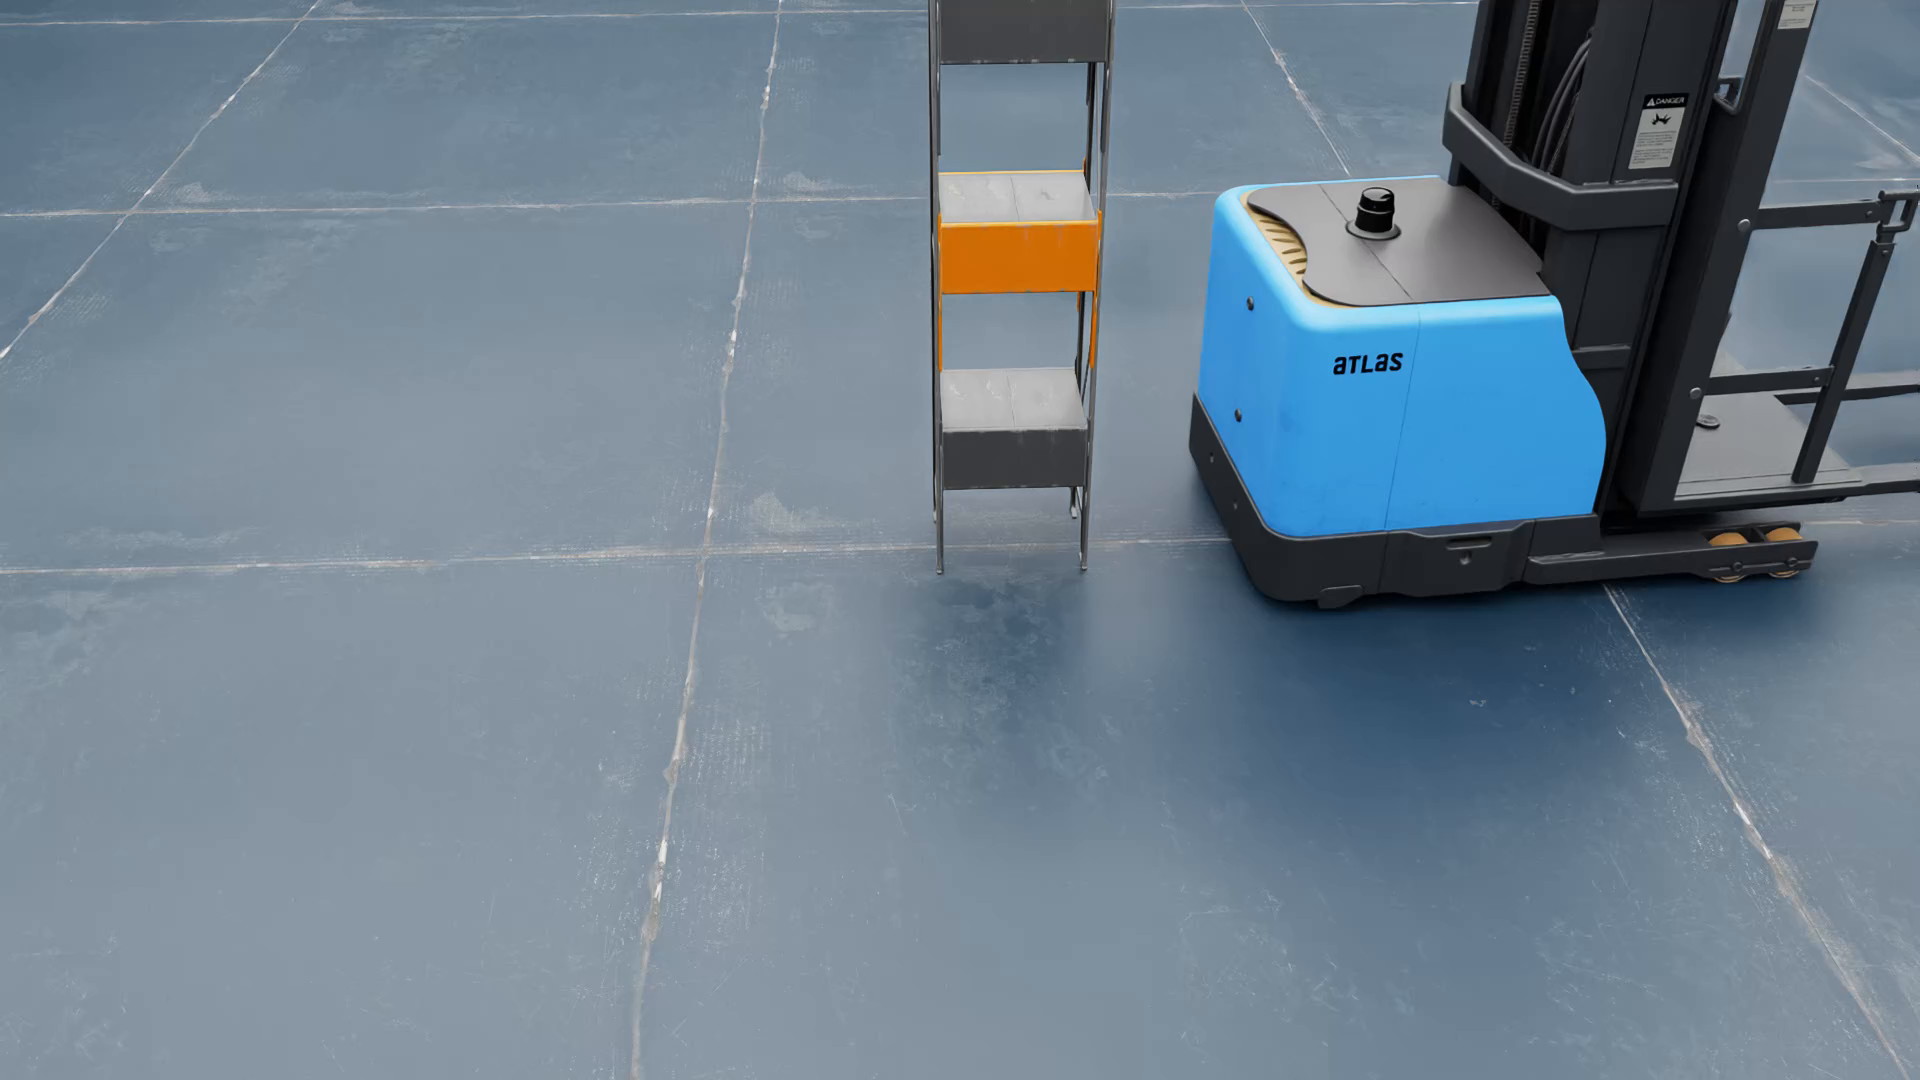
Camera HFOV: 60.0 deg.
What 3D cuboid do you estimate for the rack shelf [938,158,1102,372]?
[{"bbox_3d":[0.165,-0.857,5.167,0.480,0.518,0.431,-2,35,-2],"label":"rack shelf"}]

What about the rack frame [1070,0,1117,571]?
[{"bbox_3d":[0.409,-0.874,5.168,0.015,2.100,0.400,-2,35,-2],"label":"rack frame"}]

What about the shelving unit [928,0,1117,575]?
[{"bbox_3d":[0.165,-0.868,5.159,0.503,2.100,0.431,-2,35,-2],"label":"shelving unit"}]

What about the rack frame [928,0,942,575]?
[{"bbox_3d":[-0.078,-0.861,5.149,0.015,2.100,0.400,-2,35,-2],"label":"rack frame"}]

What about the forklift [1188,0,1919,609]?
[{"bbox_3d":[2.399,-1.357,5.136,3.031,2.935,1.130,-5,35,-7],"label":"forklift"}]

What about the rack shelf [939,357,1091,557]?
[{"bbox_3d":[0.165,-0.281,5.565,0.480,0.518,0.431,-2,35,-2],"label":"rack shelf"}]

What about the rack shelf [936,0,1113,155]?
[{"bbox_3d":[0.165,-1.432,4.768,0.480,0.518,0.431,-2,35,-2],"label":"rack shelf"}]
